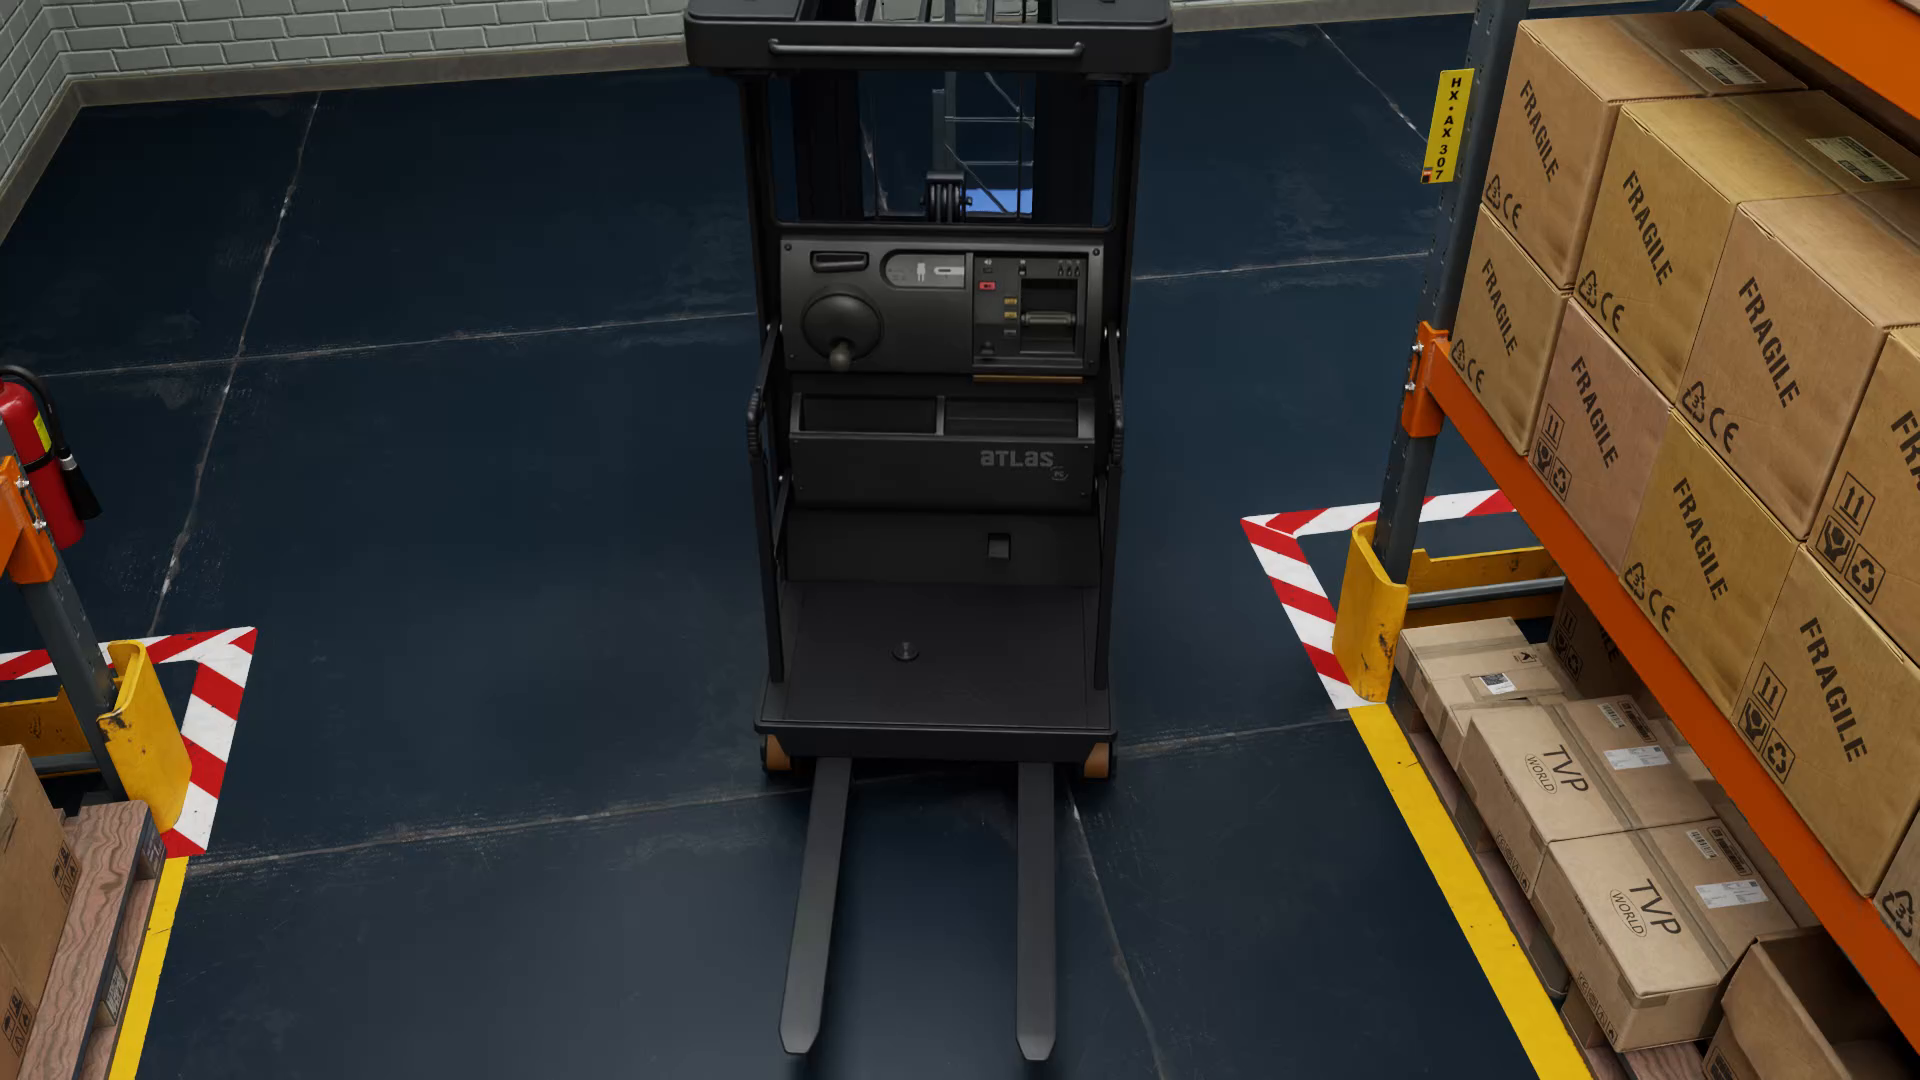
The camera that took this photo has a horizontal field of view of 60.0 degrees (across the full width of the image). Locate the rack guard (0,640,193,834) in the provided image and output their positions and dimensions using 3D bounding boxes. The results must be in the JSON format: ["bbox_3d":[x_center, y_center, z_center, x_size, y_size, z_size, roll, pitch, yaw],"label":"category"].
[{"bbox_3d":[-3.009,0.660,4.992,1.175,0.500,0.348,-6,38,-8],"label":"rack guard"}]

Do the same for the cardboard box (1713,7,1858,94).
[{"bbox_3d":[2.220,-1.042,4.250,0.500,0.500,0.500,-7,38,-8],"label":"cardboard box"}]

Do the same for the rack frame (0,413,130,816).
[{"bbox_3d":[-3.005,-0.312,4.207,1.000,3.000,0.127,-6,38,-8],"label":"rack frame"}]

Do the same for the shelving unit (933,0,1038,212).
[{"bbox_3d":[0.172,-1.293,6.692,0.538,1.500,1.048,1,38,2],"label":"shelving unit"}]

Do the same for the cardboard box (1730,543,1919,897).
[{"bbox_3d":[1.956,0.326,3.304,0.500,0.500,0.500,-6,38,-7],"label":"cardboard box"}]

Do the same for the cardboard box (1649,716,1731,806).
[{"bbox_3d":[2.192,0.654,4.914,0.380,0.166,0.250,-6,38,-8],"label":"cardboard box"}]

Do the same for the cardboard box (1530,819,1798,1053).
[{"bbox_3d":[1.863,1.028,4.365,0.500,0.250,0.500,-6,38,-8],"label":"cardboard box"}]

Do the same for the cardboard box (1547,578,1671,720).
[{"bbox_3d":[2.209,0.268,5.139,0.500,0.500,0.500,-6,38,-8],"label":"cardboard box"}]

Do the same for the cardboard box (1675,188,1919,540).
[{"bbox_3d":[1.872,-0.368,3.382,0.500,0.500,0.500,-6,38,-7],"label":"cardboard box"}]

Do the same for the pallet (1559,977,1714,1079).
[{"bbox_3d":[2.236,1.517,4.126,1.003,0.211,1.213,-6,38,-8],"label":"pallet"}]

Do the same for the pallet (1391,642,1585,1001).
[{"bbox_3d":[2.025,0.781,5.072,1.003,0.211,1.213,-6,38,-8],"label":"pallet"}]

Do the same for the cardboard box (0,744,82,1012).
[{"bbox_3d":[-2.784,0.921,4.315,0.700,0.500,0.500,-6,38,-8],"label":"cardboard box"}]

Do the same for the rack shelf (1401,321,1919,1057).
[{"bbox_3d":[2.222,0.645,3.561,1.077,0.370,4.000,-6,38,-8],"label":"rack shelf"}]

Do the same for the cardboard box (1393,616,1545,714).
[{"bbox_3d":[1.606,0.395,5.262,0.380,0.149,0.250,-6,38,-8],"label":"cardboard box"}]

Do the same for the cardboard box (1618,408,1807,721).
[{"bbox_3d":[1.870,0.024,3.692,0.500,0.500,0.500,-6,38,-8],"label":"cardboard box"}]

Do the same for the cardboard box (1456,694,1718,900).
[{"bbox_3d":[1.775,0.726,4.753,0.500,0.250,0.500,-6,38,-8],"label":"cardboard box"}]

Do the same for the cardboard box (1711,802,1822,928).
[{"bbox_3d":[2.346,0.944,4.473,0.500,0.250,0.500,-6,38,-8],"label":"cardboard box"}]

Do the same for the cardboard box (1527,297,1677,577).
[{"bbox_3d":[1.785,-0.279,4.083,0.500,0.500,0.500,-7,38,-8],"label":"cardboard box"}]

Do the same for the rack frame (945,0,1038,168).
[{"bbox_3d":[0.189,-1.605,7.094,0.500,1.500,0.032,1,38,2],"label":"rack frame"}]

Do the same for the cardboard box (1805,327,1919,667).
[{"bbox_3d":[1.962,-0.061,2.987,0.500,0.500,0.500,-7,38,-8],"label":"cardboard box"}]

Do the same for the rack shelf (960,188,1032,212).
[{"bbox_3d":[0.172,-1.151,6.803,0.538,0.185,1.000,1,38,2],"label":"rack shelf"}]

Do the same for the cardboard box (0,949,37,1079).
[{"bbox_3d":[-2.696,1.223,3.926,0.700,0.500,0.500,-6,38,-8],"label":"cardboard box"}]

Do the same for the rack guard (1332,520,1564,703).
[{"bbox_3d":[1.885,0.186,5.603,1.175,0.500,0.348,-6,38,-8],"label":"rack guard"}]

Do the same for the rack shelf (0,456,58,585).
[{"bbox_3d":[-2.654,1.180,2.873,1.077,0.370,4.000,-6,38,-8],"label":"rack shelf"}]

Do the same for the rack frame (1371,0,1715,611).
[{"bbox_3d":[1.871,-0.847,4.896,1.000,3.000,0.127,-6,38,-8],"label":"rack frame"}]

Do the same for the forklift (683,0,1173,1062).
[{"bbox_3d":[-0.058,-0.603,4.637,1.130,2.935,3.031,1,38,2],"label":"forklift"}]

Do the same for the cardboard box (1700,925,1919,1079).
[{"bbox_3d":[2.238,1.247,3.877,0.797,0.503,0.637,-6,38,-8],"label":"cardboard box"}]

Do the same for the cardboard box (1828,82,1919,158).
[{"bbox_3d":[2.310,-0.737,3.858,0.500,0.500,0.500,-5,38,-7],"label":"cardboard box"}]

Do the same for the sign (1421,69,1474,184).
[{"bbox_3d":[1.337,-1.131,4.555,0.100,0.325,0.005,-6,38,-8],"label":"sign"}]

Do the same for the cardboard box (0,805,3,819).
[{"bbox_3d":[-2.582,0.723,4.041,0.380,0.149,0.250,-7,38,-8],"label":"cardboard box"}]

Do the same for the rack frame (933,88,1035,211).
[{"bbox_3d":[0.154,-0.982,6.291,0.500,1.500,0.032,1,38,2],"label":"rack frame"}]

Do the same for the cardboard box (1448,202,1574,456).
[{"bbox_3d":[1.690,-0.590,4.483,0.500,0.500,0.500,-5,38,-7],"label":"cardboard box"}]

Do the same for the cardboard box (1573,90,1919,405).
[{"bbox_3d":[1.789,-0.670,3.771,0.500,0.500,0.500,-6,38,-7],"label":"cardboard box"}]

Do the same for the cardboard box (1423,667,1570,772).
[{"bbox_3d":[1.650,0.539,5.062,0.380,0.166,0.250,-6,38,-8],"label":"cardboard box"}]

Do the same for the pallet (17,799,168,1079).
[{"bbox_3d":[-2.788,1.264,4.452,1.003,0.211,1.213,-6,38,-8],"label":"pallet"}]

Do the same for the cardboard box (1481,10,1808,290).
[{"bbox_3d":[1.690,-0.985,4.177,0.500,0.500,0.500,-5,38,-7],"label":"cardboard box"}]

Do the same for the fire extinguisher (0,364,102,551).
[{"bbox_3d":[-2.577,-0.275,4.526,0.296,0.674,0.183,-6,38,-8],"label":"fire extinguisher"}]

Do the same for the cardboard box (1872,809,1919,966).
[{"bbox_3d":[2.048,0.634,2.908,0.500,0.500,0.500,-5,38,-7],"label":"cardboard box"}]
